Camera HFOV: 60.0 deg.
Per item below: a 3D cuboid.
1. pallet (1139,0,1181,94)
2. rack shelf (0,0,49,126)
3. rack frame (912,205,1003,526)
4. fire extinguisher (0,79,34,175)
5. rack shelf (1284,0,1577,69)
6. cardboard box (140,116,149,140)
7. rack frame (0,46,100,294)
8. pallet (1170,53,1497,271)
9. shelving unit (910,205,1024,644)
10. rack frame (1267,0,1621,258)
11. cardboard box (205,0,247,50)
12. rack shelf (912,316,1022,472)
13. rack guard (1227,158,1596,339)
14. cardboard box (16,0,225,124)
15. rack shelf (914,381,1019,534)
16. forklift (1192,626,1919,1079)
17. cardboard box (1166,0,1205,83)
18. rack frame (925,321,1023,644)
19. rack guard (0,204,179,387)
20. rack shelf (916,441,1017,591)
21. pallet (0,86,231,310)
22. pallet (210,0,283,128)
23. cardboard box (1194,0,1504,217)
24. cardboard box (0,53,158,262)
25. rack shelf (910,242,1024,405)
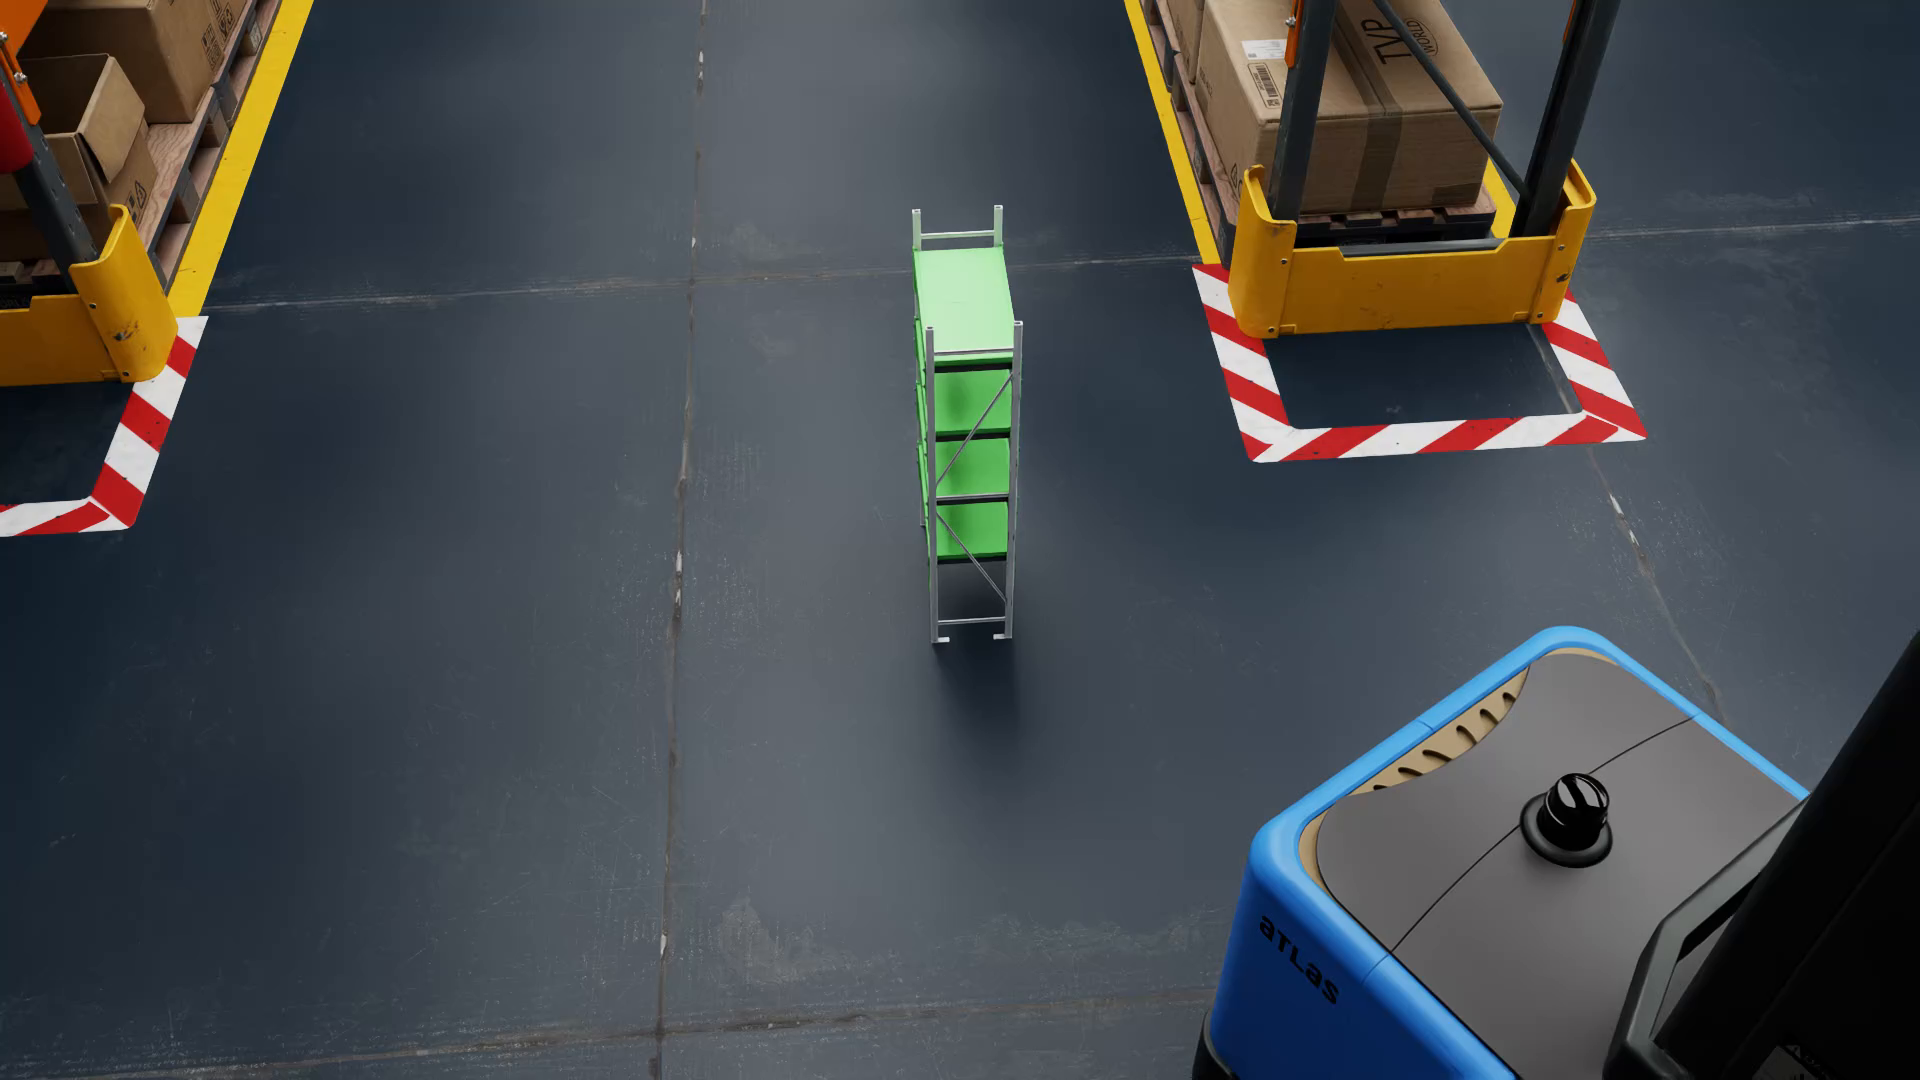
[{"bbox_3d":[1.331,-2.417,7.394,1.003,0.211,1.213,-3,47,-3],"label":"pallet"},{"bbox_3d":[-3.539,-2.817,6.348,1.077,0.370,4.000,-3,47,-3],"label":"rack shelf"},{"bbox_3d":[-0.007,-0.469,4.868,0.240,1.200,0.015,-3,47,-3],"label":"rack frame"},{"bbox_3d":[-2.899,-1.384,4.805,0.296,0.674,0.183,-3,47,-3],"label":"fire extinguisher"},{"bbox_3d":[1.407,-3.122,6.636,1.077,0.370,4.000,-3,47,-3],"label":"rack shelf"},{"bbox_3d":[-3.325,-1.540,6.316,0.380,0.149,0.250,-5,47,-5],"label":"cardboard box"},{"bbox_3d":[-3.372,-1.617,4.716,1.000,3.000,0.127,-3,47,-3],"label":"rack frame"},{"bbox_3d":[1.430,-1.537,6.560,1.003,0.211,1.213,-3,47,-3],"label":"pallet"},{"bbox_3d":[0.014,-0.293,4.701,0.258,1.200,0.503,-3,47,-3],"label":"shelving unit"},{"bbox_3d":[1.574,-1.922,5.004,1.000,3.000,0.127,-3,47,-3],"label":"rack frame"},{"bbox_3d":[-3.306,-2.360,6.852,0.500,0.500,0.500,-3,47,-3],"label":"cardboard box"},{"bbox_3d":[0.014,-0.414,4.573,0.258,0.148,0.480,-3,47,-3],"label":"rack shelf"},{"bbox_3d":[1.576,-1.045,5.895,1.175,0.500,0.348,-3,47,-3],"label":"rack guard"},{"bbox_3d":[-3.361,-1.971,6.484,0.700,0.500,0.500,-2,47,-2],"label":"cardboard box"},{"bbox_3d":[0.014,-0.249,4.747,0.258,0.148,0.480,-3,47,-3],"label":"rack shelf"},{"bbox_3d":[1.835,0.958,2.324,1.130,2.935,3.031,-29,53,-24],"label":"forklift"},{"bbox_3d":[1.335,-2.318,6.855,0.875,0.438,0.875,-2,47,-2],"label":"cardboard box"},{"bbox_3d":[0.034,-0.116,4.534,0.240,1.200,0.015,-3,47,-3],"label":"rack frame"},{"bbox_3d":[-3.378,-0.813,5.676,1.175,0.500,0.348,-3,47,-3],"label":"rack guard"},{"bbox_3d":[0.014,-0.084,4.922,0.258,0.148,0.480,-3,47,-3],"label":"rack shelf"},{"bbox_3d":[-3.446,-1.290,6.327,1.003,0.211,1.213,-3,47,-3],"label":"pallet"},{"bbox_3d":[-3.545,-2.171,7.161,1.003,0.211,1.213,-3,47,-3],"label":"pallet"},{"bbox_3d":[1.420,-1.657,6.228,0.875,0.438,0.875,-5,47,-5],"label":"cardboard box"},{"bbox_3d":[-3.328,-1.352,5.894,0.797,0.503,0.637,-5,47,-5],"label":"cardboard box"},{"bbox_3d":[0.014,-0.579,4.399,0.258,0.148,0.480,-3,47,-3],"label":"rack shelf"}]
